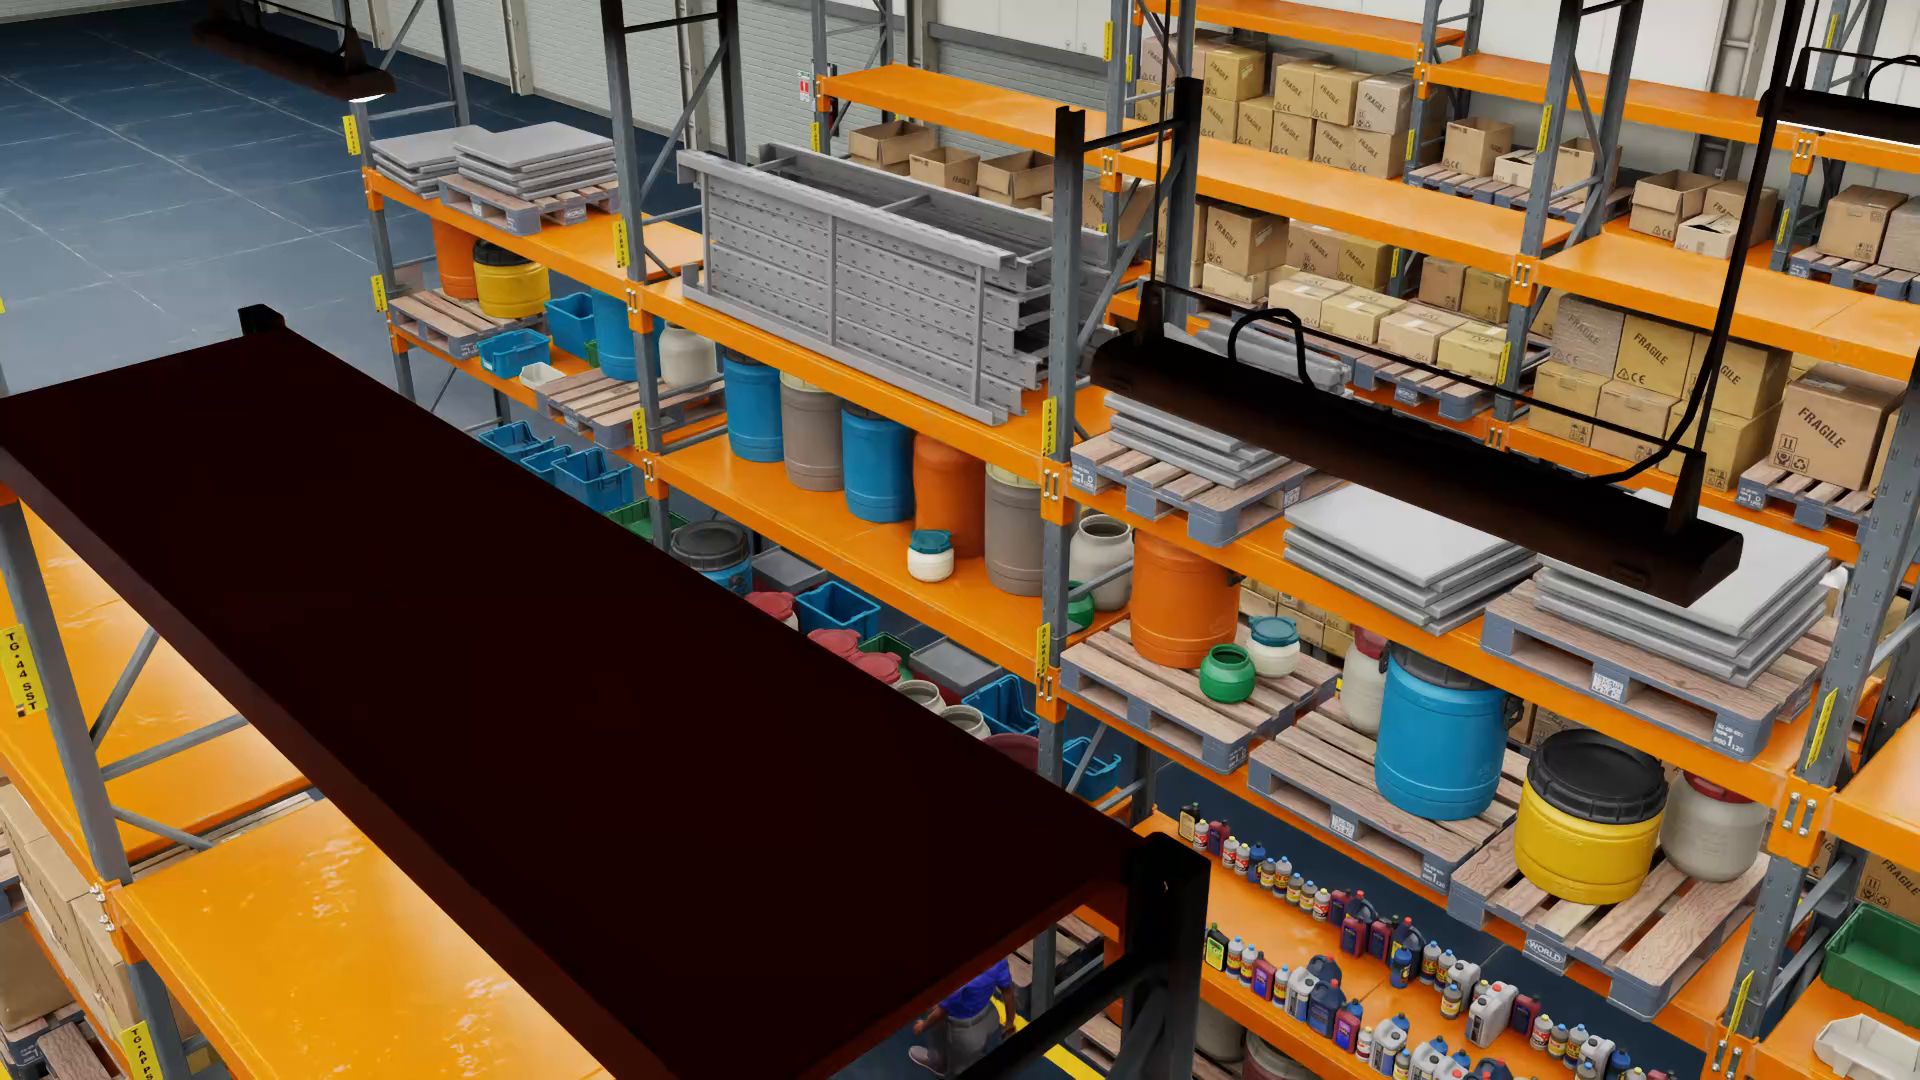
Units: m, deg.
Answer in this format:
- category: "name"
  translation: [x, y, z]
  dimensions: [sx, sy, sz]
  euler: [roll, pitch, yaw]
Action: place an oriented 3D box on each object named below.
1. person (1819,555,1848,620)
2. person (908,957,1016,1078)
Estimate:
- category: "person"
  translation: [6.862, 0.747, 13.583]
  dimensions: [0.700, 1.718, 1.102]
  euler: [-24, 36, -37]
- category: "person"
  translation: [0.049, 2.758, 9.653]
  dimensions: [1.022, 1.425, 0.461]
  euler: [21, 34, 33]
